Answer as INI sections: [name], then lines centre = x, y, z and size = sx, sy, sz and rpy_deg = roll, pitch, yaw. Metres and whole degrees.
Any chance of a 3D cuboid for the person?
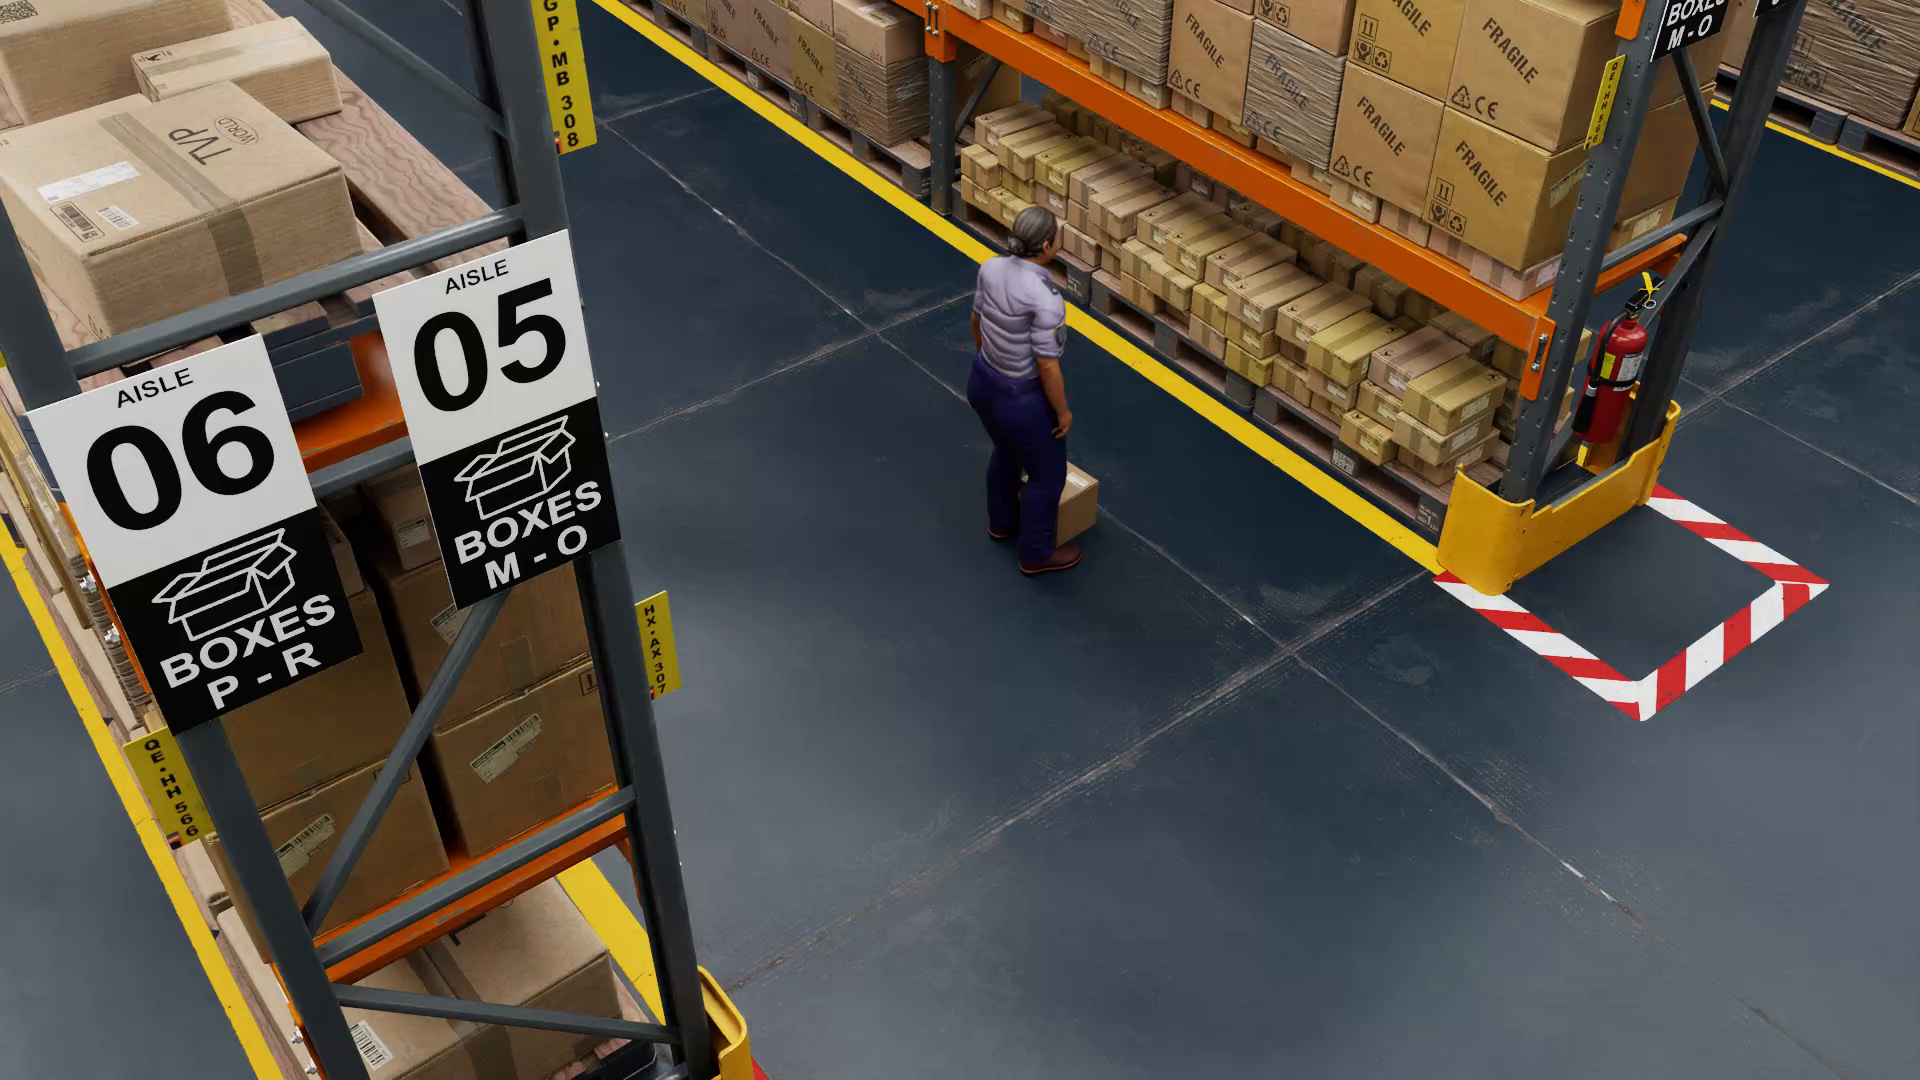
[person]
centre = 0.272, -0.610, 6.886
size = 0.413, 1.638, 0.541
rpy_deg = -26, 47, -28
